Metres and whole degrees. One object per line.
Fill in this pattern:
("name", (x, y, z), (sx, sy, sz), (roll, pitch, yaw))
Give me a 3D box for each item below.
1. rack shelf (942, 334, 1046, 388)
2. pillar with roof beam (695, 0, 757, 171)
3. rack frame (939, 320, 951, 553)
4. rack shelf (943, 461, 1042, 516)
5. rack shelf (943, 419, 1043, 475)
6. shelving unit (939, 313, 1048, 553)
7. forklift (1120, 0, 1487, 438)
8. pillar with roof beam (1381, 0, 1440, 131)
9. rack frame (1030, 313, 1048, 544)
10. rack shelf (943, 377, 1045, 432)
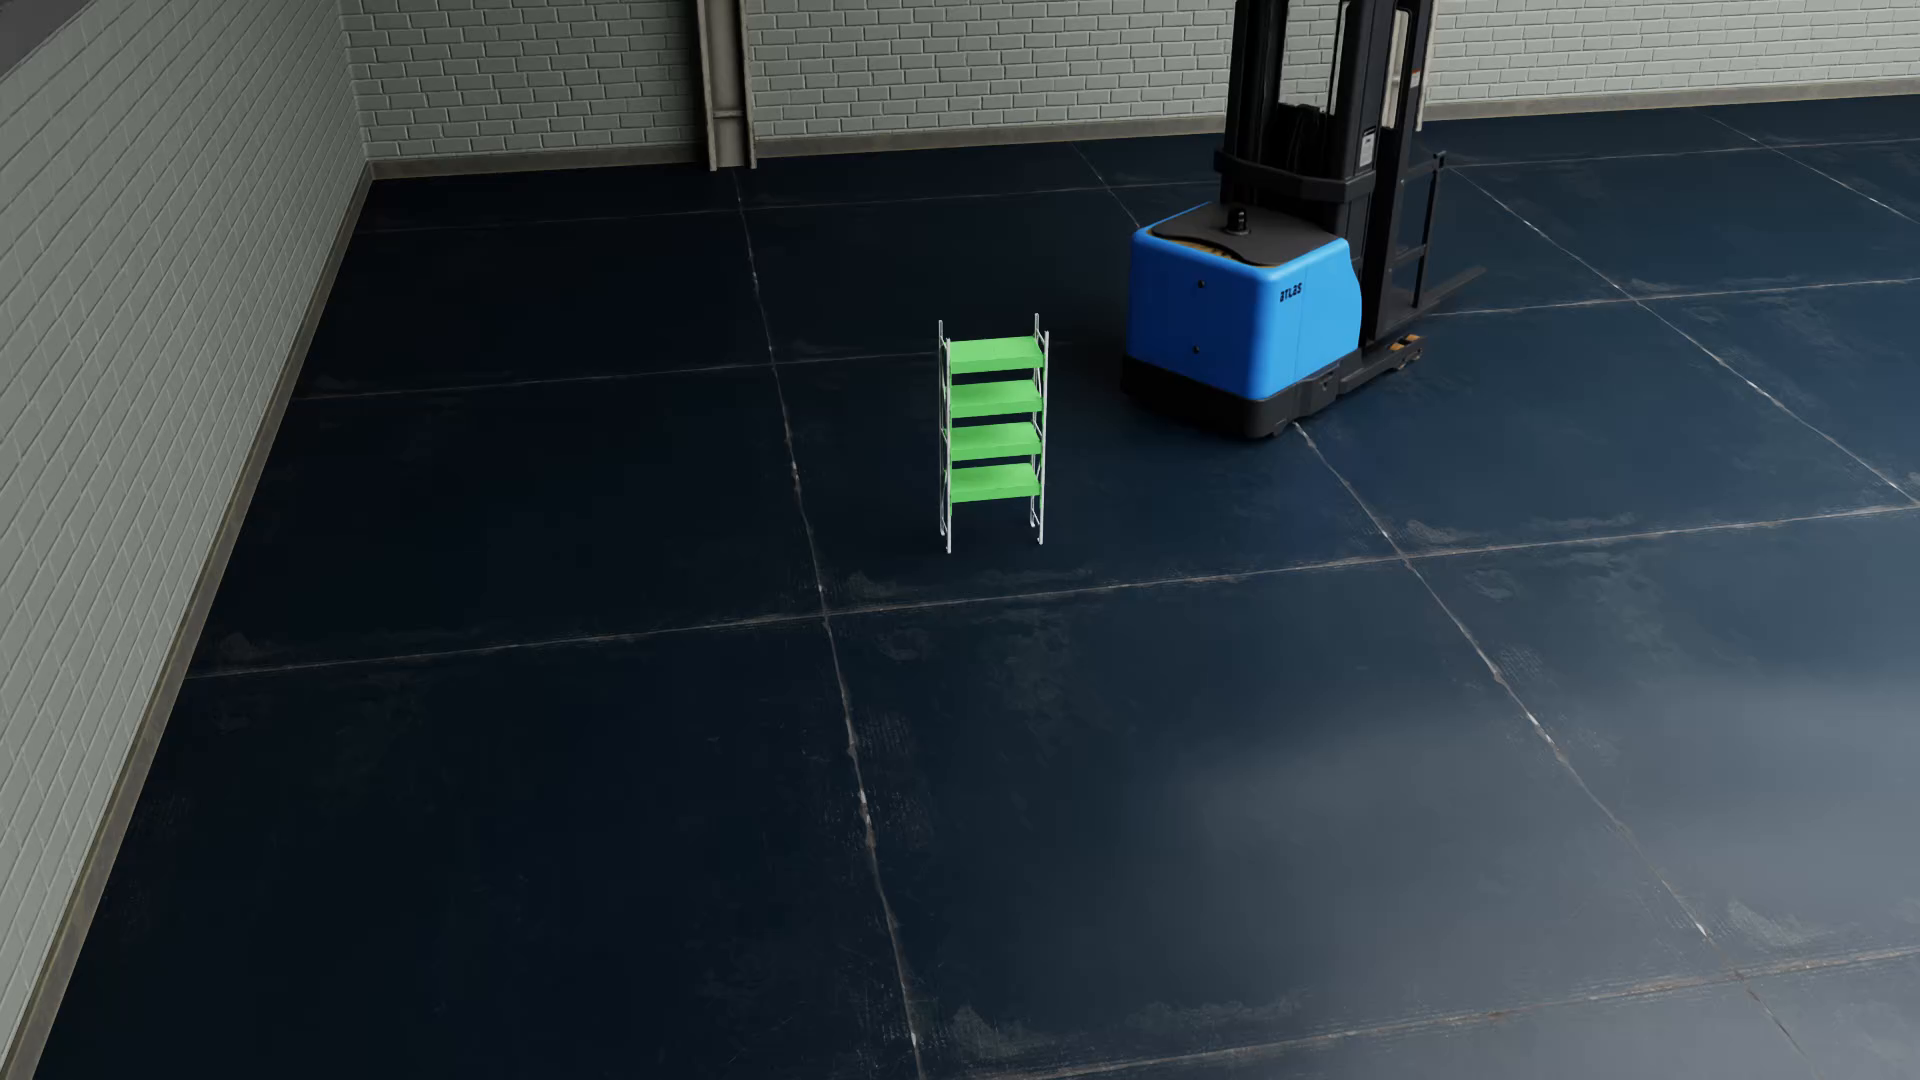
("rack shelf", (0.163, -0.891, 8.261), (0.480, 0.148, 0.258), (-5, 31, -9))
("pillar with roof beam", (-1.173, -4.948, 8.286), (0.400, 9.000, 9.100), (-5, 31, -9))
("rack frame", (-0.077, -0.510, 8.434), (0.015, 1.200, 0.240), (-5, 31, -9))
("rack shelf", (0.163, -0.270, 8.626), (0.480, 0.148, 0.258), (-5, 31, -9))
("rack shelf", (0.163, -0.477, 8.504), (0.480, 0.148, 0.258), (-5, 31, -9))
("shelving unit", (0.163, -0.532, 8.472), (0.503, 1.200, 0.258), (-5, 31, -9))
("forklift", (2.361, -2.507, 10.122), (1.130, 2.935, 3.031), (26, 39, 36))
("pillar with roof beam", (4.729, -5.495, 9.218), (0.400, 9.000, 9.100), (-5, 31, -9))
("rack frame", (0.403, -0.555, 8.509), (0.015, 1.200, 0.240), (-5, 31, -9))
("rack shelf", (0.163, -0.684, 8.382), (0.480, 0.148, 0.258), (-5, 31, -9))
